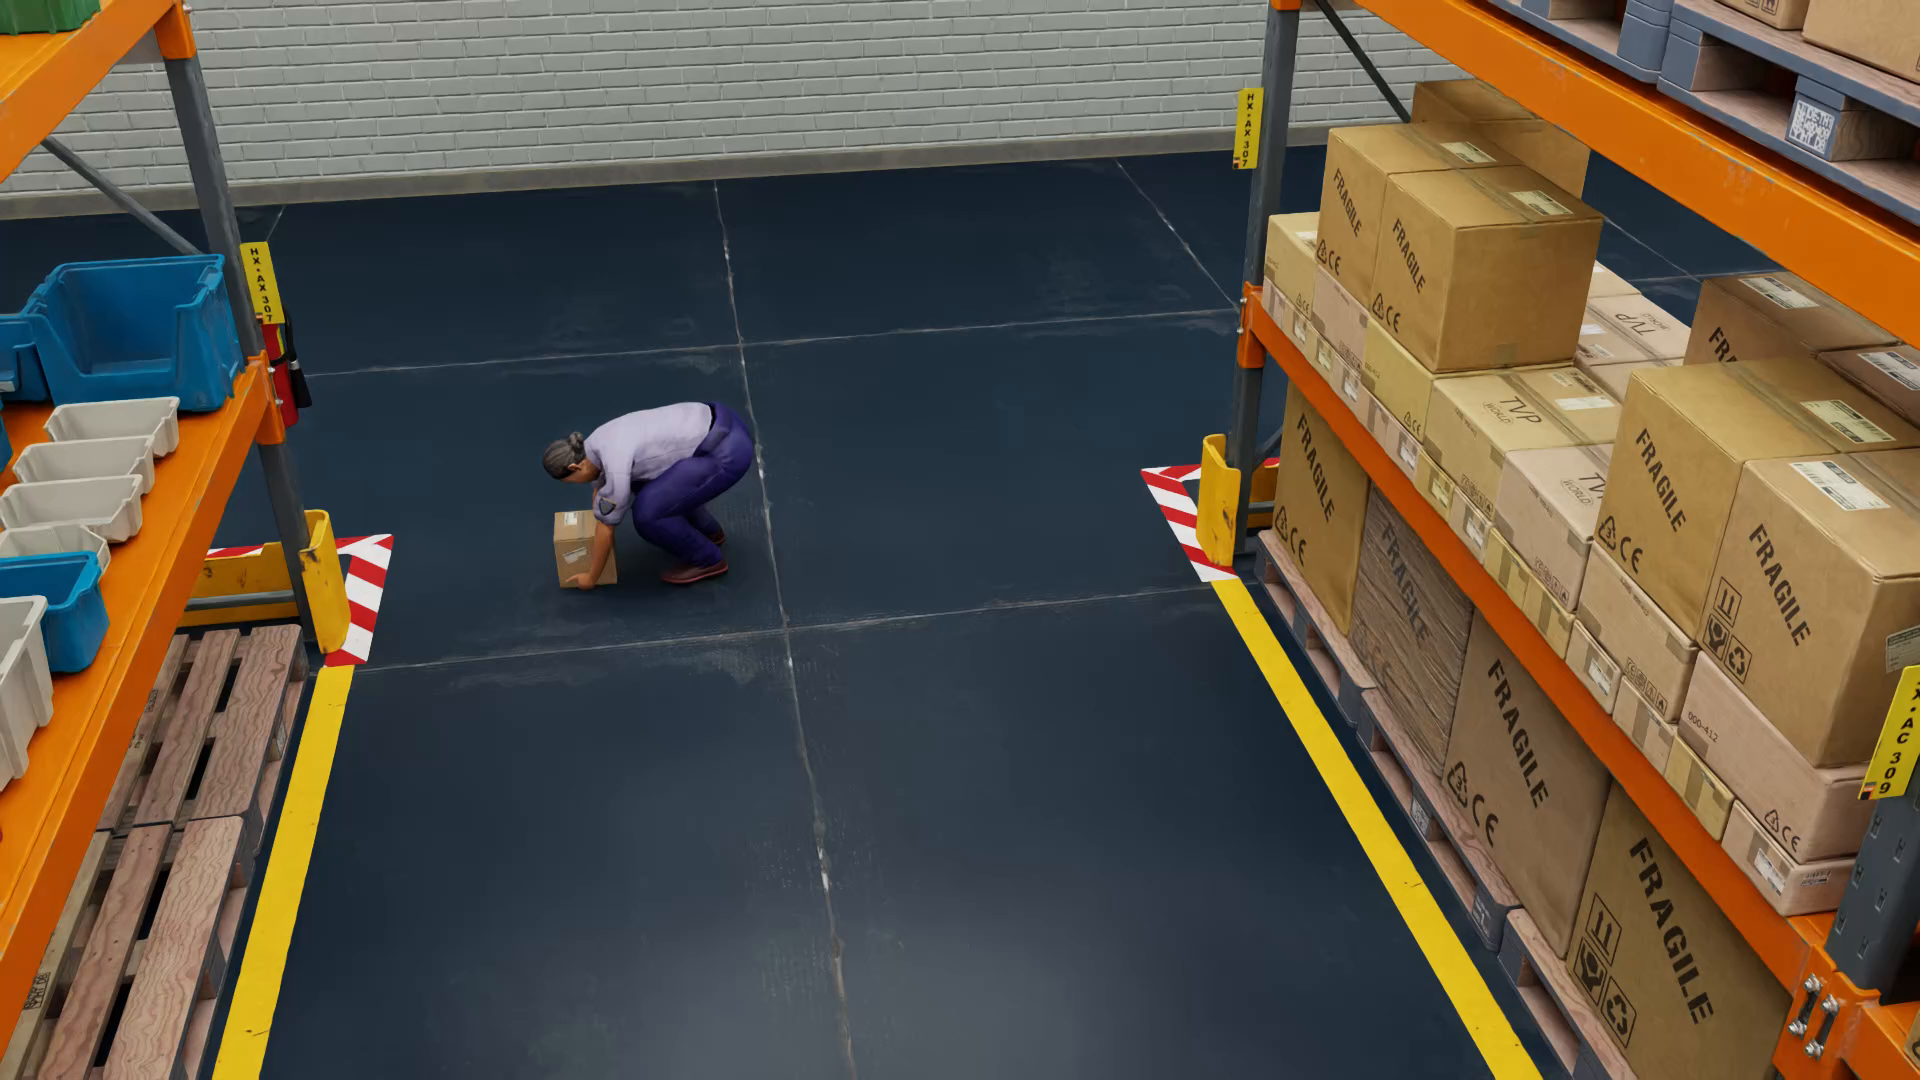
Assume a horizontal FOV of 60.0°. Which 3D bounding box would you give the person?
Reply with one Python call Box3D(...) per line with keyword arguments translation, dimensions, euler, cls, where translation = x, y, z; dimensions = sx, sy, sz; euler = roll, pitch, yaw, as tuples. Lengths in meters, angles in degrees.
Box3D(translation=(-1.360, -0.205, 7.370), dimensions=(0.905, 0.773, 0.519), euler=(-6, 31, -11), cls="person")
